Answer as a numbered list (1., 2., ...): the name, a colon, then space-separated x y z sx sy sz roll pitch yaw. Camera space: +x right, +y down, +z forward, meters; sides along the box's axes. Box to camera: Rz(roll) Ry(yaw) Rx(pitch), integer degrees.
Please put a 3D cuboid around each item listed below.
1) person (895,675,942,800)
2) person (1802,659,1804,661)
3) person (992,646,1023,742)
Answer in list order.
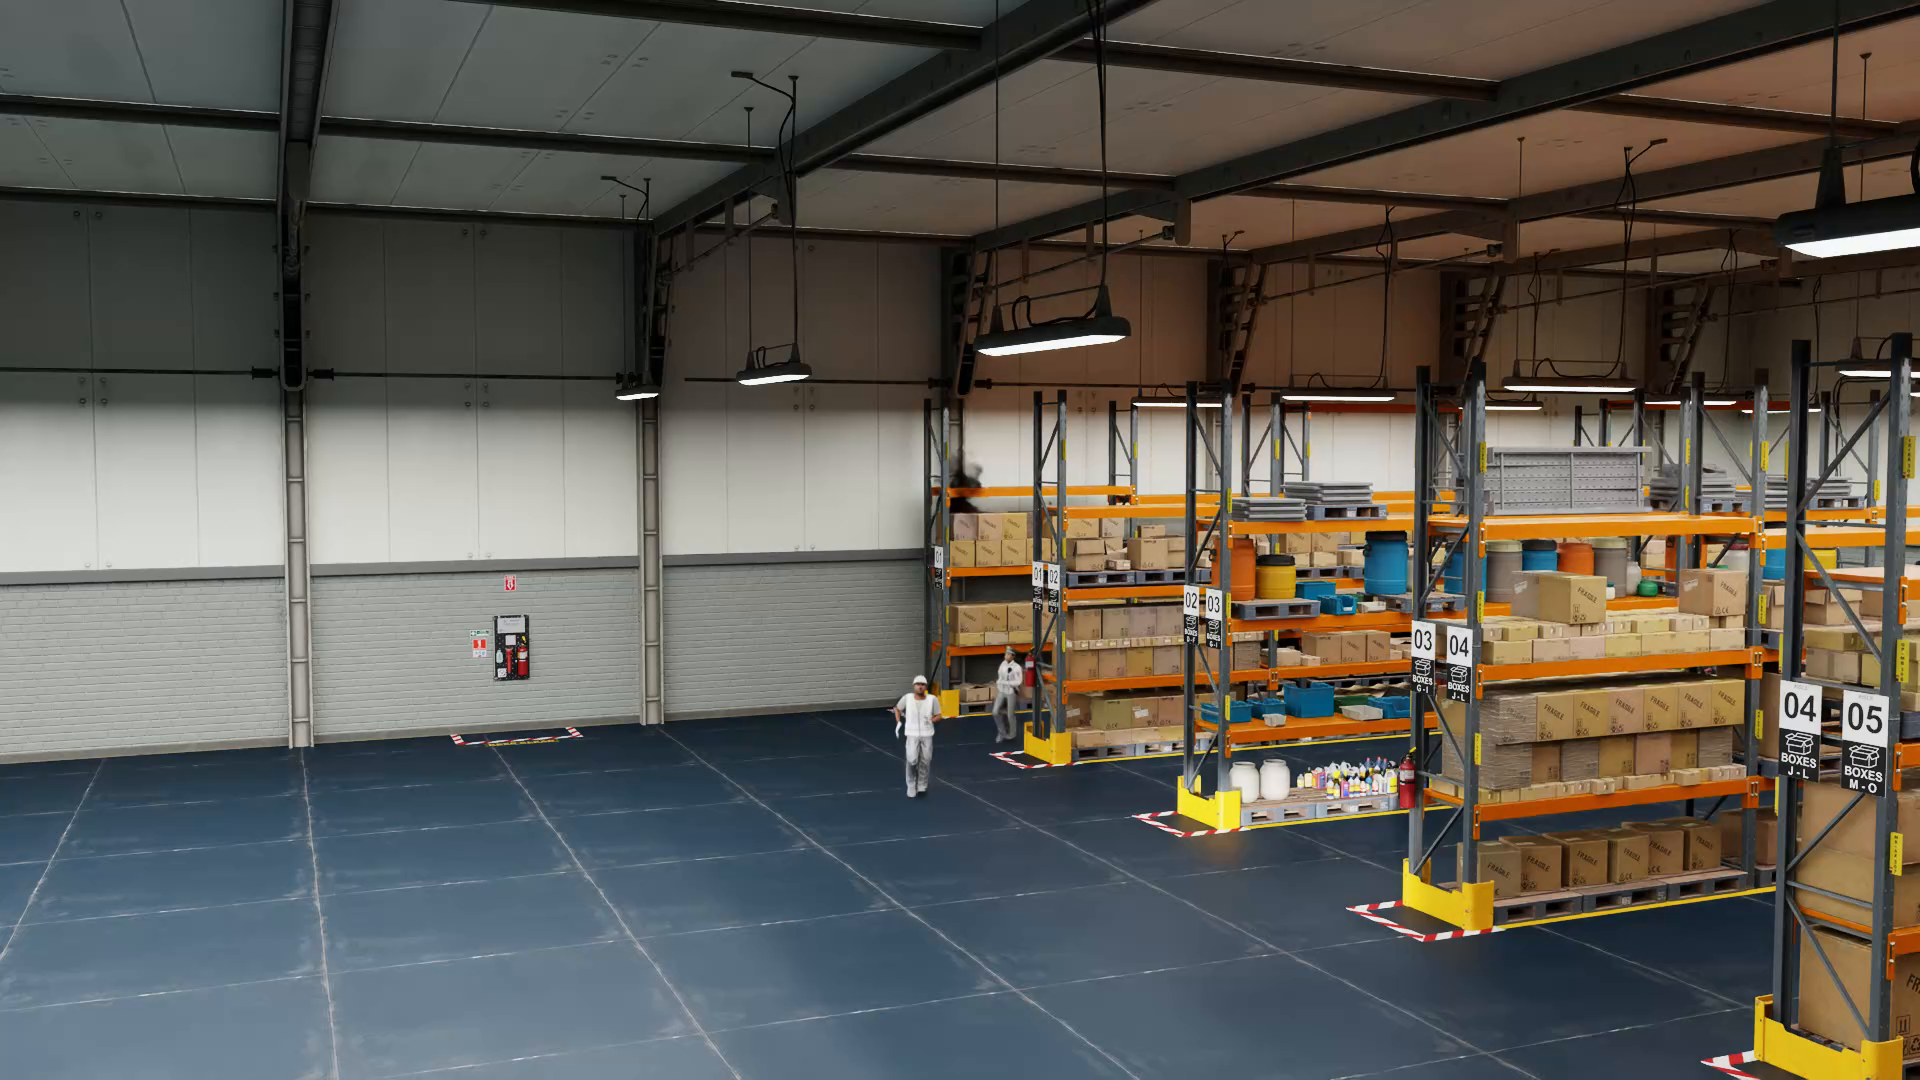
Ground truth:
1. person: -0.594 2.858 24.072 0.668 1.790 0.706 0 3 -5
2. person: 15.452 2.476 30.929 0.731 1.794 0.630 -2 4 -36
3. person: 0.862 2.662 28.554 0.602 1.725 0.618 3 4 39
